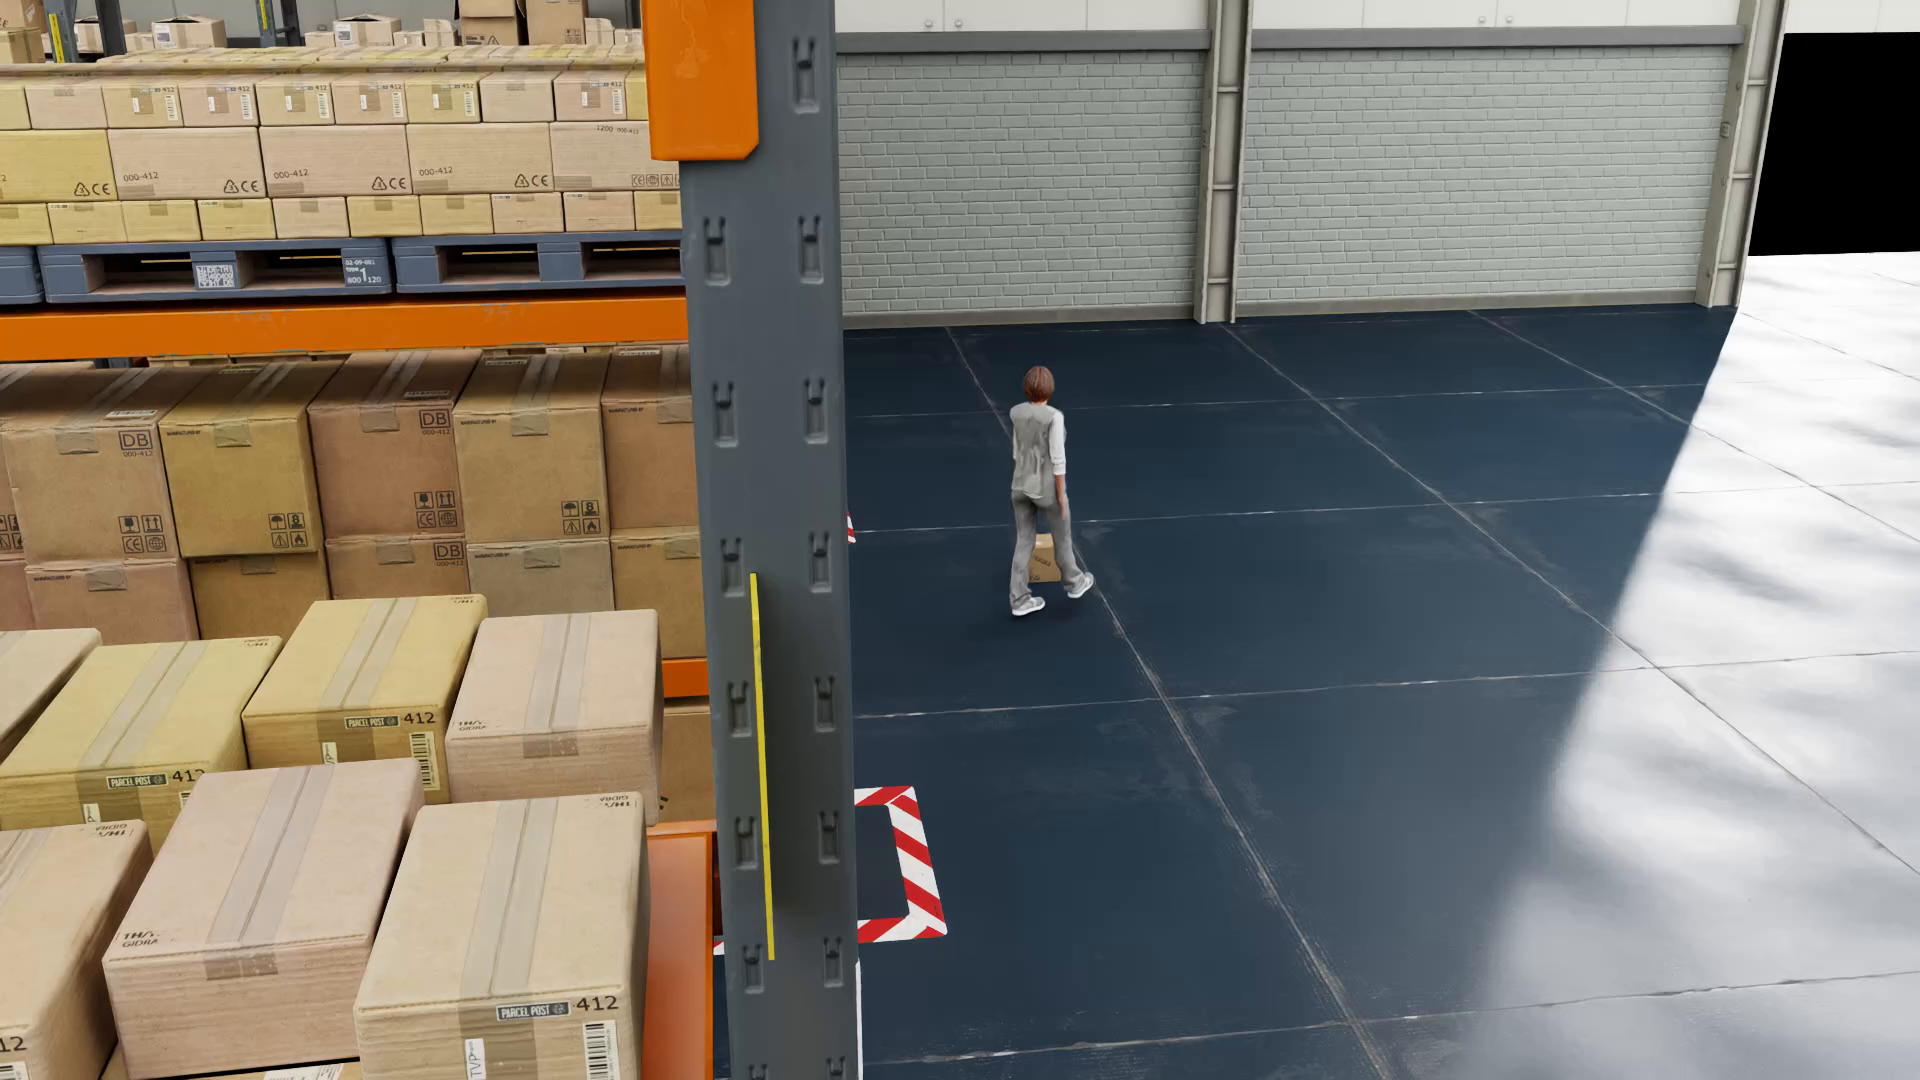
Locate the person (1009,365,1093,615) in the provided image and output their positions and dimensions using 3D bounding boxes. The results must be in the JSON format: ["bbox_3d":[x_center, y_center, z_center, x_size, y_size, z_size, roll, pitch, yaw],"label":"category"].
[{"bbox_3d":[0.562,-0.340,10.484,0.422,1.581,0.700,13,24,32],"label":"person"}]
